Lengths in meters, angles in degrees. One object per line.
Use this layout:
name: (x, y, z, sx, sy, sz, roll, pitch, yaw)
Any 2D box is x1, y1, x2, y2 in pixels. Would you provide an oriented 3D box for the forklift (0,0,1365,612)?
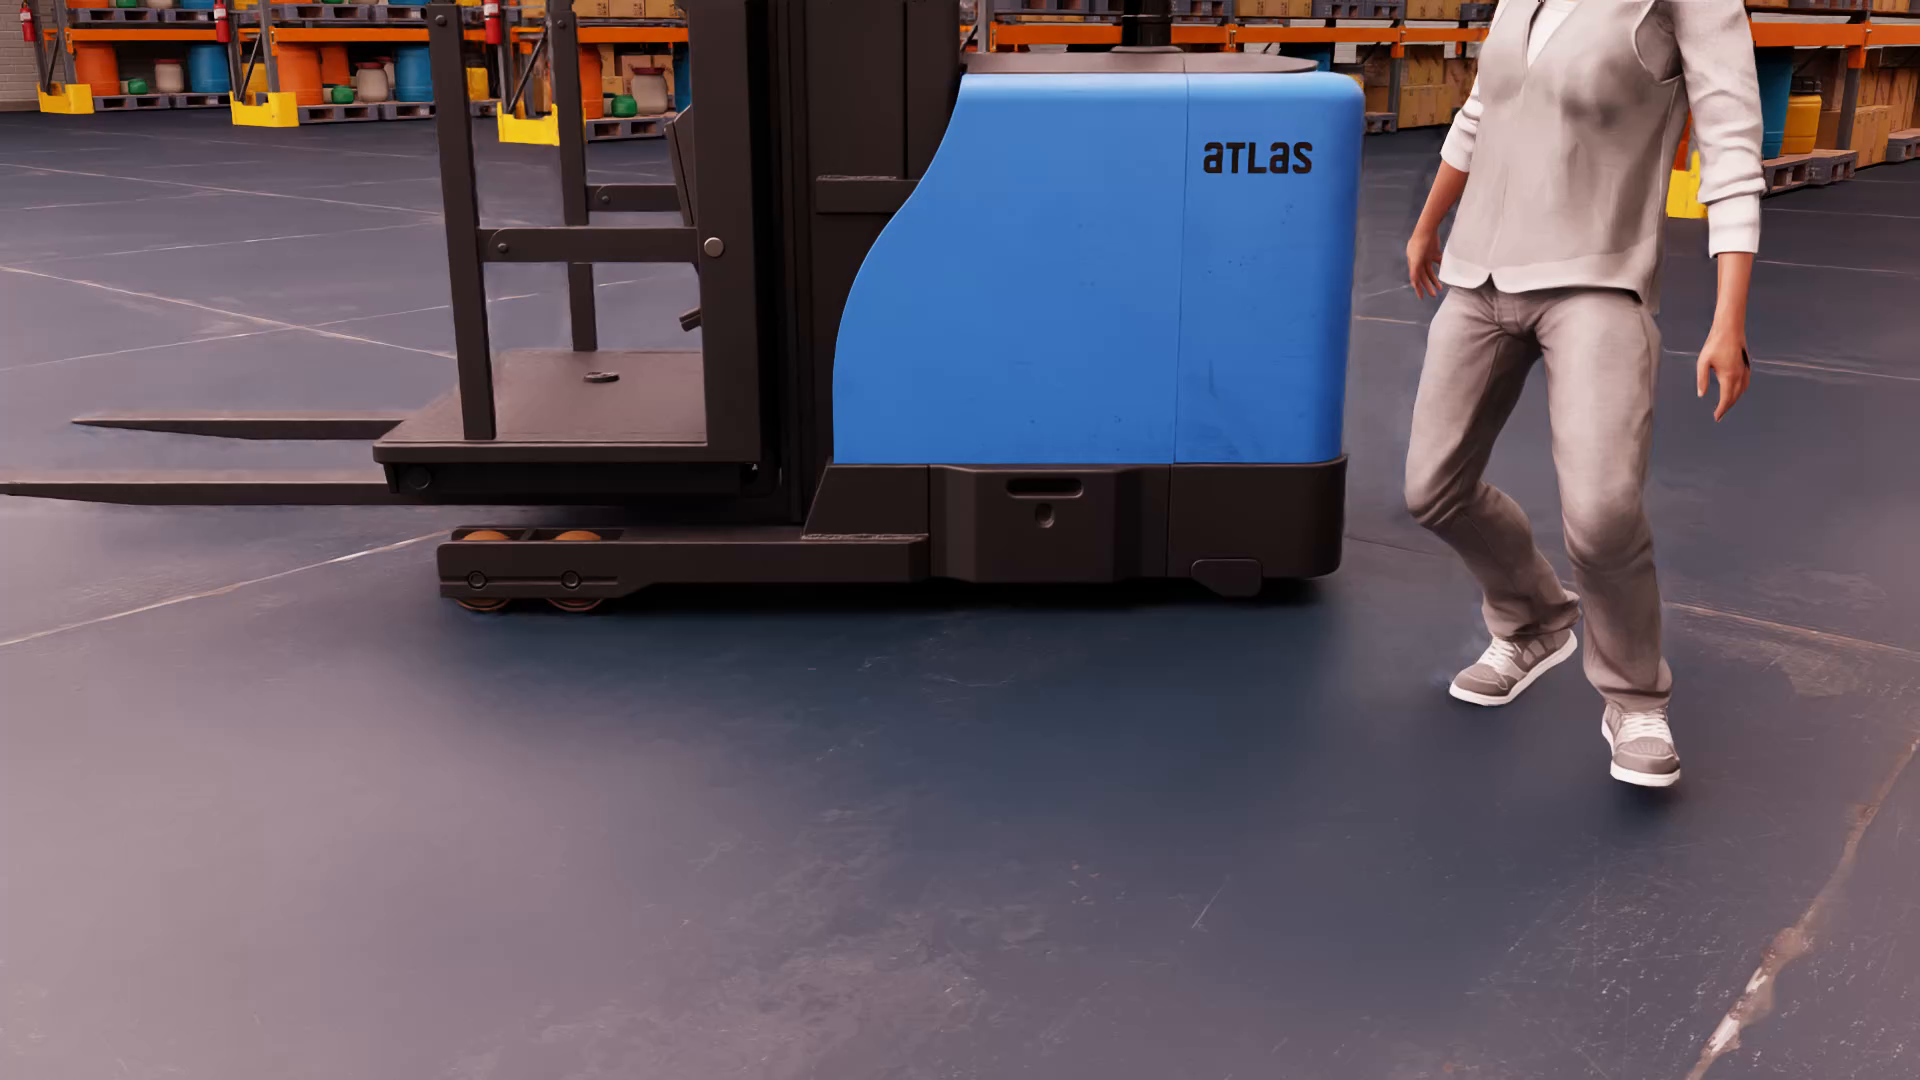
forklift: (-0.709, -1.407, 3.532, 3.031, 2.935, 1.130, 0, 17, 0)

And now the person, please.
person: (0.968, -0.403, 2.666, 0.475, 1.532, 0.741, -9, 19, -28)
